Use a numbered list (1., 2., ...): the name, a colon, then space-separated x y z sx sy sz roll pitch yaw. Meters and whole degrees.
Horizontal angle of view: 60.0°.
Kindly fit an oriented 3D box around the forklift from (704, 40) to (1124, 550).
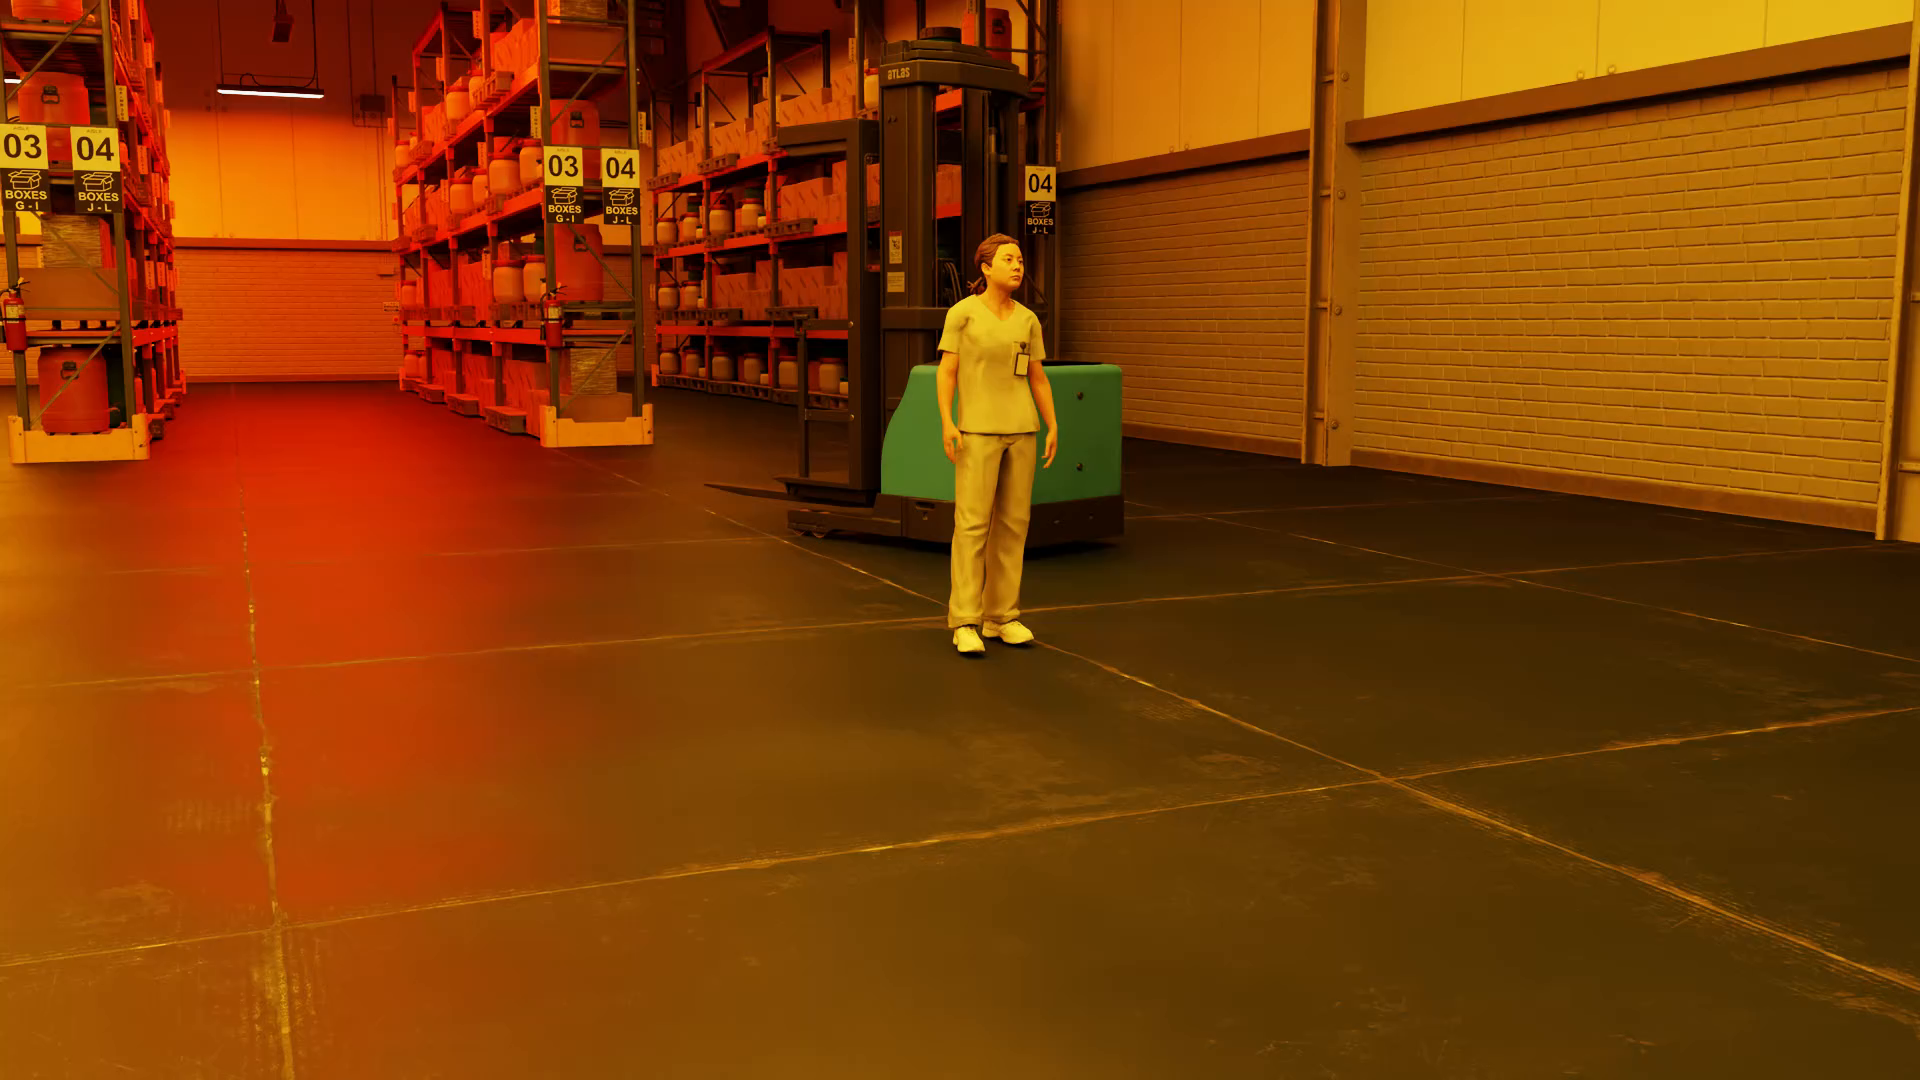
1. forklift: -0.436 -1.509 10.383 3.031 2.935 1.130 7 10 44

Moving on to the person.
1. person: 0.172 -0.412 6.813 0.549 1.674 0.549 -3 8 -24
